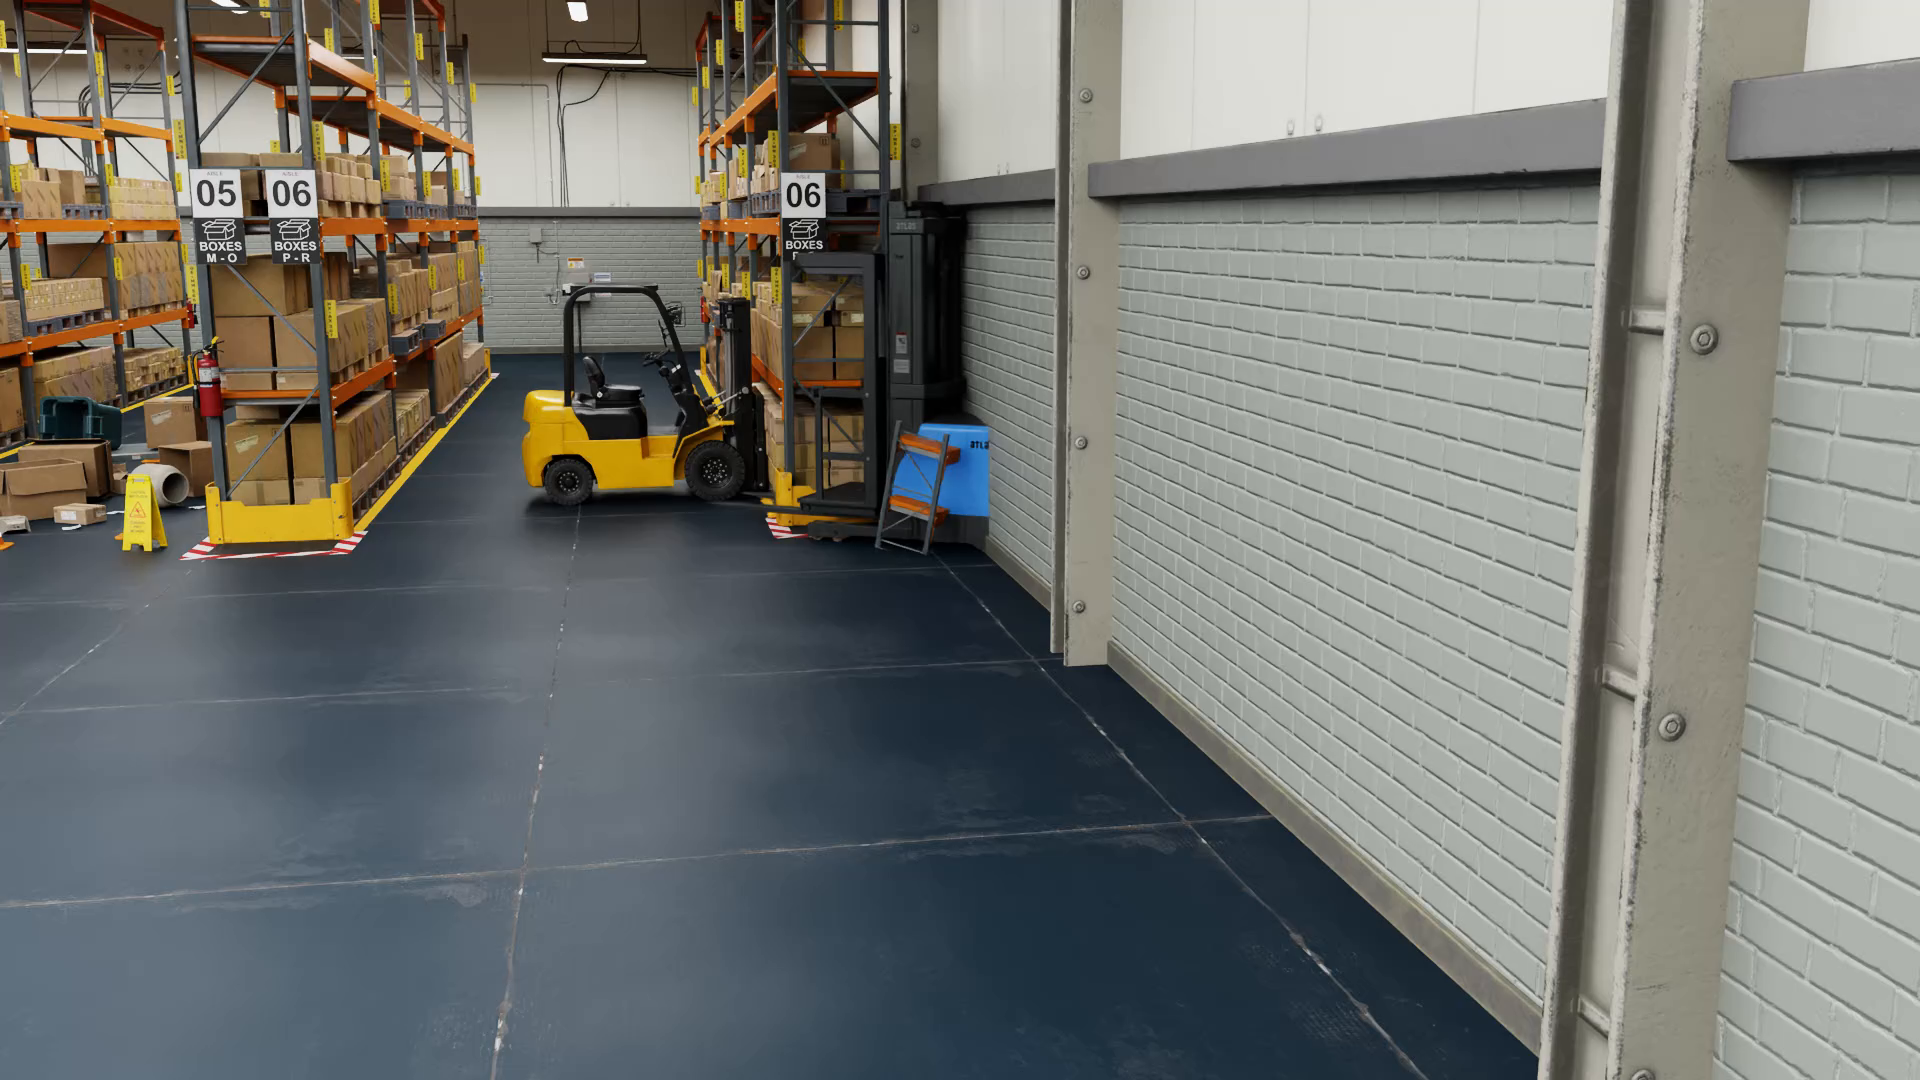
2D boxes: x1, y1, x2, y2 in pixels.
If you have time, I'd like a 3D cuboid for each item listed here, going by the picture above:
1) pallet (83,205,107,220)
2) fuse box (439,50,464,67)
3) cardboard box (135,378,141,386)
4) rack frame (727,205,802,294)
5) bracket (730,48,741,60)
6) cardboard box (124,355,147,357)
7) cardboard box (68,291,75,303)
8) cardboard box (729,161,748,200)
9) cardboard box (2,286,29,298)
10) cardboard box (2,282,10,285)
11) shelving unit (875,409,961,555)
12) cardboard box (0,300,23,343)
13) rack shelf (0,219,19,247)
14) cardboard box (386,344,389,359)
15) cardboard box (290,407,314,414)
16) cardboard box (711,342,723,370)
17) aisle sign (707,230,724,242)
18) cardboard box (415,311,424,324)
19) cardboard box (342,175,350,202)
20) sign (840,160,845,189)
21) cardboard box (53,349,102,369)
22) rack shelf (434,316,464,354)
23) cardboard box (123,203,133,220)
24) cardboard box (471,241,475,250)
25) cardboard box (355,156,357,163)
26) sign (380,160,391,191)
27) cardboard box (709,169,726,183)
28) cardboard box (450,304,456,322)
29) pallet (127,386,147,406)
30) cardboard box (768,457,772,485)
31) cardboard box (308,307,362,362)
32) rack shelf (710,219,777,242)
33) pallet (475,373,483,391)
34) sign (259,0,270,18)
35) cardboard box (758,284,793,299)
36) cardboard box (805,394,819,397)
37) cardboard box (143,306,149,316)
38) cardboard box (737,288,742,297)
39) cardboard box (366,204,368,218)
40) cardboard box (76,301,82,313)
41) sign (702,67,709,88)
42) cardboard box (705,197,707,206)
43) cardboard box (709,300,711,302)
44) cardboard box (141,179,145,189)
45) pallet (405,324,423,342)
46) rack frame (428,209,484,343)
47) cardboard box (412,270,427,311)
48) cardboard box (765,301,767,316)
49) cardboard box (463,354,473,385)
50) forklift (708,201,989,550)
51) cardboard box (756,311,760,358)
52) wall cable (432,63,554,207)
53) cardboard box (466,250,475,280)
[{"bbox_3d":[-13.158,-4.743,24.073,1.213,0.211,1.003,-2,11,-11],"label":"pallet"},{"bbox_3d":[-10.478,-9.949,34.344,0.513,0.334,0.176,-2,11,-11],"label":"fuse box"},{"bbox_3d":[-13.080,-2.456,26.077,0.380,0.149,0.250,-2,11,-11],"label":"cardboard box"},{"bbox_3d":[-2.691,-3.125,23.092,1.000,3.000,0.127,-2,11,-11],"label":"rack frame"},{"bbox_3d":[-4.778,-10.333,35.290,0.235,0.232,0.430,-2,11,-11],"label":"bracket"},{"bbox_3d":[-13.307,-2.888,26.760,0.380,0.149,0.250,-3,11,-13],"label":"cardboard box"},{"bbox_3d":[-12.642,-3.400,23.293,0.380,0.149,0.250,-2,11,-11],"label":"cardboard box"},{"bbox_3d":[-2.790,-4.761,22.009,0.500,0.500,0.500,-2,11,-11],"label":"cardboard box"},{"bbox_3d":[-12.296,-3.213,21.512,0.380,0.149,0.250,-2,11,-11],"label":"cardboard box"},{"bbox_3d":[-13.190,-3.431,22.657,0.380,0.149,0.250,-2,11,-8],"label":"cardboard box"},{"bbox_3d":[-0.178,-0.489,14.453,0.538,1.125,1.048,17,17,24],"label":"shelving unit"},{"bbox_3d":[-12.044,-2.721,20.705,0.500,0.500,0.500,-2,11,-11],"label":"cardboard box"},{"bbox_3d":[-12.006,-3.498,18.957,1.077,0.370,4.000,-2,11,-11],"label":"rack shelf"},{"bbox_3d":[-6.420,-2.039,18.058,0.380,0.149,0.250,-2,11,-12],"label":"cardboard box"},{"bbox_3d":[-6.611,-1.026,16.291,0.500,0.500,0.500,-2,11,-12],"label":"cardboard box"},{"bbox_3d":[-4.089,-3.196,29.028,0.500,0.500,0.500,-2,11,-10],"label":"cardboard box"},{"bbox_3d":[-4.549,-5.871,30.568,0.394,0.787,0.004,-2,11,-11],"label":"aisle sign"},{"bbox_3d":[-6.941,-2.787,20.868,0.380,0.149,0.250,-2,11,-10],"label":"cardboard box"},{"bbox_3d":[-6.053,-3.311,15.653,0.500,0.250,0.500,-2,11,-9],"label":"cardboard box"},{"bbox_3d":[-1.369,-4.178,19.009,0.100,0.325,0.005,-2,11,-11],"label":"sign"},{"bbox_3d":[-12.694,-2.603,23.909,0.500,0.250,0.500,-2,11,-8],"label":"cardboard box"},{"bbox_3d":[-7.949,-2.957,24.135,1.077,0.370,4.000,-2,11,-11],"label":"rack shelf"},{"bbox_3d":[-13.111,-5.065,25.662,0.500,0.250,0.500,-2,11,-12],"label":"cardboard box"},{"bbox_3d":[-8.644,-5.121,28.905,0.380,0.149,0.250,-2,11,-12],"label":"cardboard box"},{"bbox_3d":[-7.239,-4.350,19.446,0.500,0.250,0.500,-2,11,-10],"label":"cardboard box"},{"bbox_3d":[-6.251,-3.959,18.068,0.100,0.325,0.005,-2,11,-11],"label":"sign"},{"bbox_3d":[-3.753,-5.746,26.217,0.396,0.266,0.258,-2,11,-12],"label":"cardboard box"},{"bbox_3d":[-7.905,-3.437,25.134,0.500,0.250,0.500,-2,11,-12],"label":"cardboard box"},{"bbox_3d":[-13.339,-2.231,25.853,1.003,0.211,1.213,-2,11,-11],"label":"pallet"},{"bbox_3d":[-1.624,-0.679,16.475,0.500,0.250,0.500,-2,11,-11],"label":"cardboard box"},{"bbox_3d":[-6.028,-1.957,15.893,0.500,0.500,0.500,-2,11,-12],"label":"cardboard box"},{"bbox_3d":[-3.080,-4.612,24.806,1.077,0.370,4.000,-2,11,-11],"label":"rack shelf"},{"bbox_3d":[-8.649,-2.674,28.181,1.003,0.211,1.213,-2,11,-11],"label":"pallet"},{"bbox_3d":[-7.325,-5.673,17.511,0.100,0.325,0.005,-2,11,-11],"label":"sign"},{"bbox_3d":[-1.995,-2.694,18.029,0.380,0.149,0.250,-2,11,-10],"label":"cardboard box"},{"bbox_3d":[-1.430,-1.469,17.949,0.500,0.250,0.500,-2,11,-11],"label":"cardboard box"},{"bbox_3d":[-13.211,-3.659,26.570,0.380,0.149,0.250,-2,11,-8],"label":"cardboard box"},{"bbox_3d":[-2.603,-3.093,20.921,0.380,0.149,0.250,-2,11,-13],"label":"cardboard box"},{"bbox_3d":[-6.458,-3.464,17.523,0.380,0.149,0.250,-2,11,-10],"label":"cardboard box"},{"bbox_3d":[-12.696,-3.306,23.592,0.380,0.149,0.250,-3,11,-13],"label":"cardboard box"},{"bbox_3d":[-4.005,-7.287,26.205,0.100,0.325,0.005,-2,11,-11],"label":"sign"},{"bbox_3d":[-4.099,-5.766,28.551,0.500,0.250,0.500,-2,11,-12],"label":"cardboard box"},{"bbox_3d":[-4.180,-4.113,28.955,0.380,0.149,0.250,-2,11,-10],"label":"cardboard box"},{"bbox_3d":[-13.321,-5.720,26.704,0.380,0.149,0.250,-2,11,-13],"label":"cardboard box"},{"bbox_3d":[-7.134,-2.488,20.258,1.003,0.211,1.213,-2,11,-11],"label":"pallet"},{"bbox_3d":[-9.116,-4.411,29.849,1.000,3.000,0.127,-2,11,-11],"label":"rack frame"},{"bbox_3d":[-7.087,-3.178,21.183,0.500,0.500,0.500,-2,11,-12],"label":"cardboard box"},{"bbox_3d":[-1.828,-2.407,17.316,0.380,0.149,0.250,-2,11,-12],"label":"cardboard box"},{"bbox_3d":[-8.354,-2.744,26.820,0.875,0.438,0.875,-2,11,-12],"label":"cardboard box"},{"bbox_3d":[-0.801,-1.514,14.810,3.031,2.935,1.130,4,12,22],"label":"forklift"},{"bbox_3d":[-1.966,-2.255,18.252,0.500,0.500,0.500,-2,11,-10],"label":"cardboard box"},{"bbox_3d":[-9.760,-8.418,34.857,2.355,3.000,0.029,-2,11,-11],"label":"wall cable"},{"bbox_3d":[-8.565,-4.686,28.352,0.500,0.500,0.500,-2,11,-11],"label":"cardboard box"}]
